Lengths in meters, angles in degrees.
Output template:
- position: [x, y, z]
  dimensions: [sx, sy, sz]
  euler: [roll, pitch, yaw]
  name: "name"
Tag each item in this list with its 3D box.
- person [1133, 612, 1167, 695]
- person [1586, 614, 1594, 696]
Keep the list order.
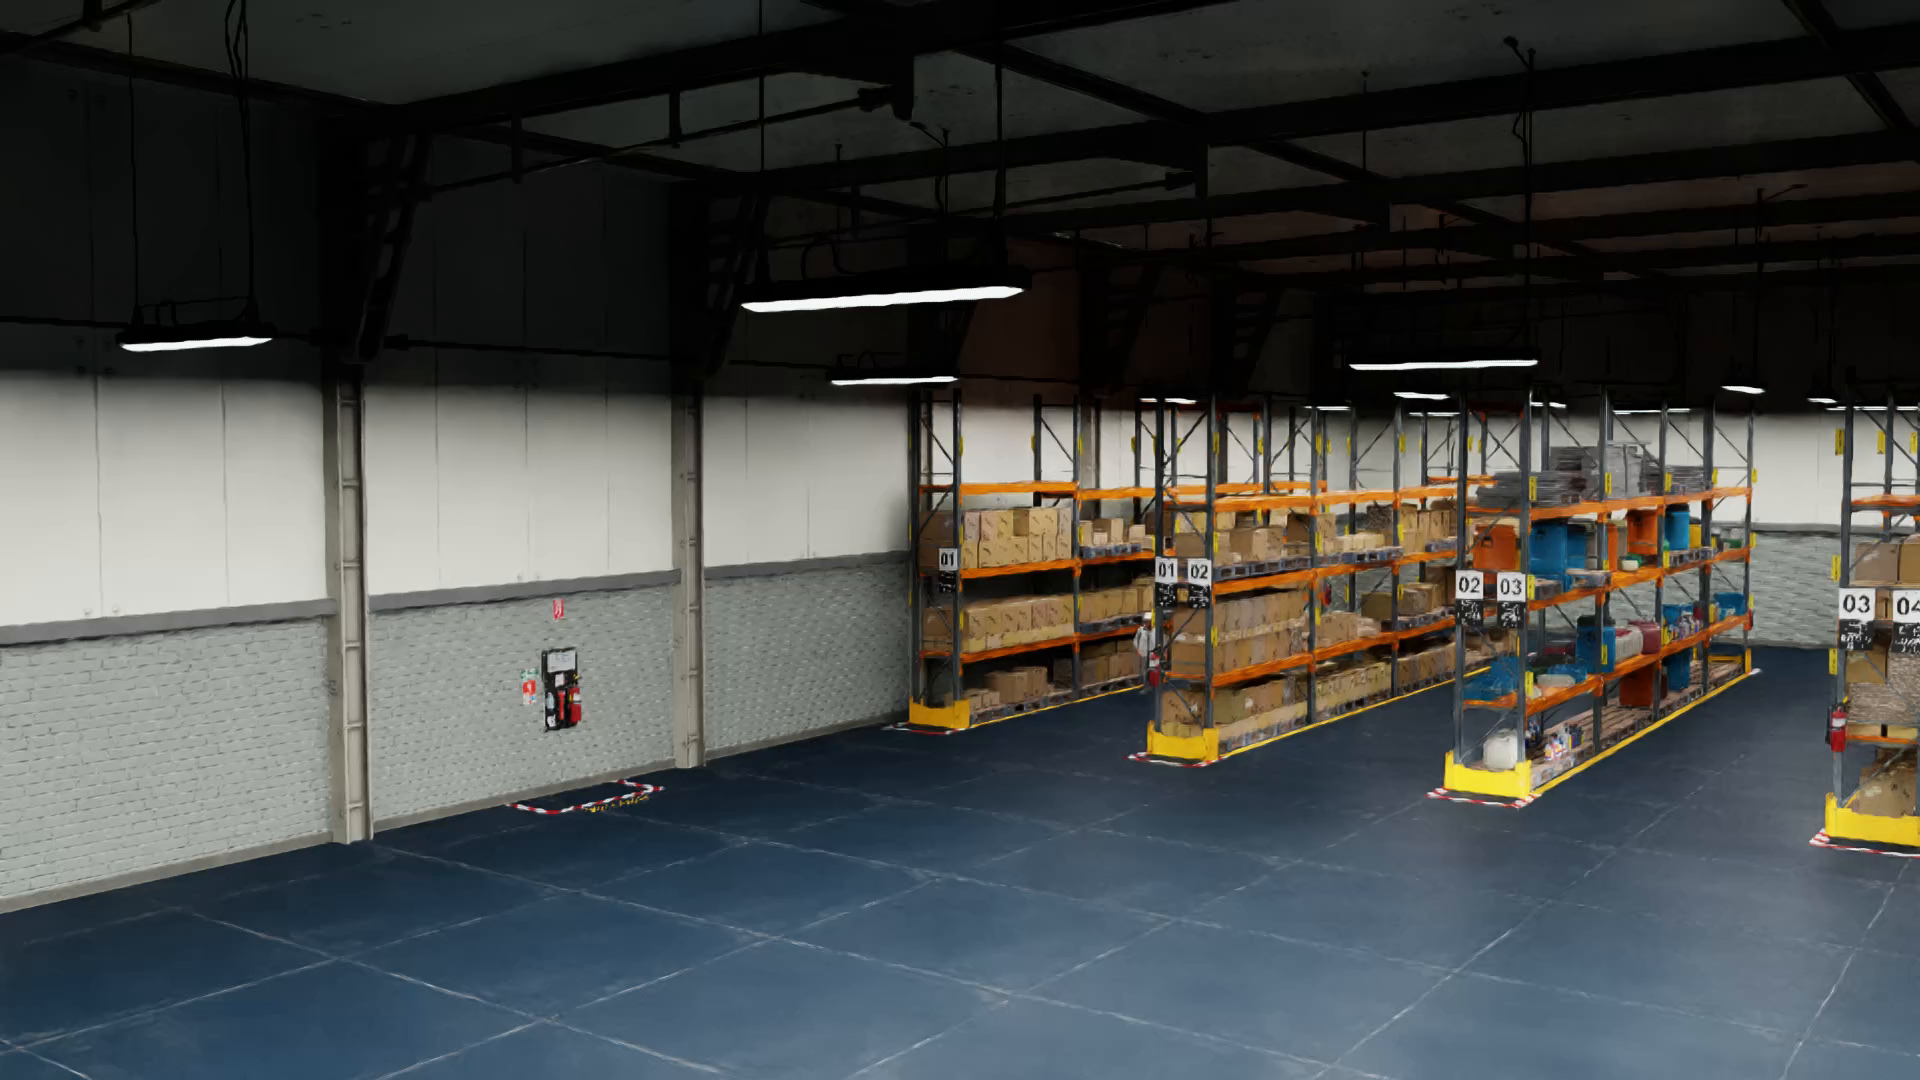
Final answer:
- position: [3.787, 2.263, 32.958]
  dimensions: [0.682, 1.713, 0.844]
  euler: [1, 3, 19]
  name: "person"
- position: [12.710, 2.286, 33.370]
  dimensions: [0.622, 1.637, 0.649]
  euler: [3, 4, 41]
  name: "person"
